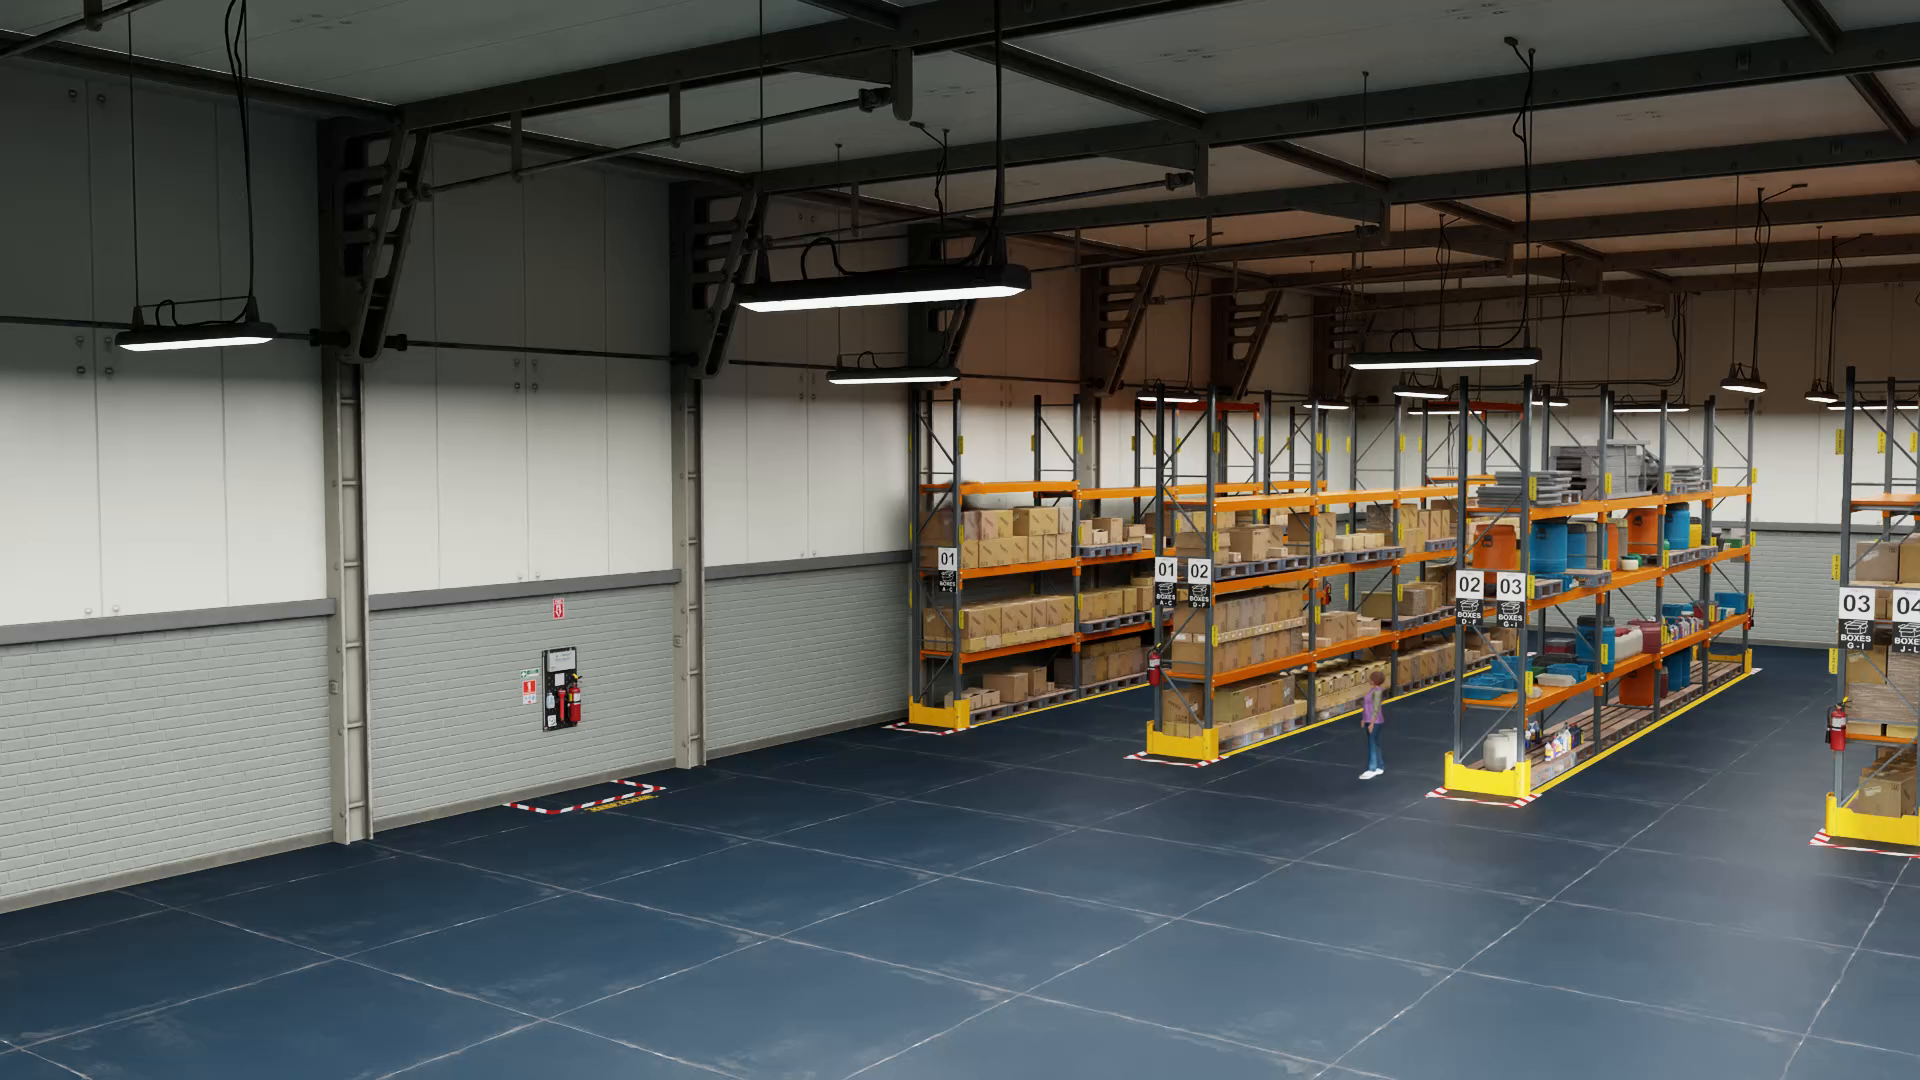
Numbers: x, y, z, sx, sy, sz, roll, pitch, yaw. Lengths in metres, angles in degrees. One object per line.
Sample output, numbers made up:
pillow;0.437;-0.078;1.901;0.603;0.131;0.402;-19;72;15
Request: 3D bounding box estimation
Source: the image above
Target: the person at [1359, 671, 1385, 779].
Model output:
person;6.220;2.784;25.120;0.493;1.611;0.425;-1;3;-10
